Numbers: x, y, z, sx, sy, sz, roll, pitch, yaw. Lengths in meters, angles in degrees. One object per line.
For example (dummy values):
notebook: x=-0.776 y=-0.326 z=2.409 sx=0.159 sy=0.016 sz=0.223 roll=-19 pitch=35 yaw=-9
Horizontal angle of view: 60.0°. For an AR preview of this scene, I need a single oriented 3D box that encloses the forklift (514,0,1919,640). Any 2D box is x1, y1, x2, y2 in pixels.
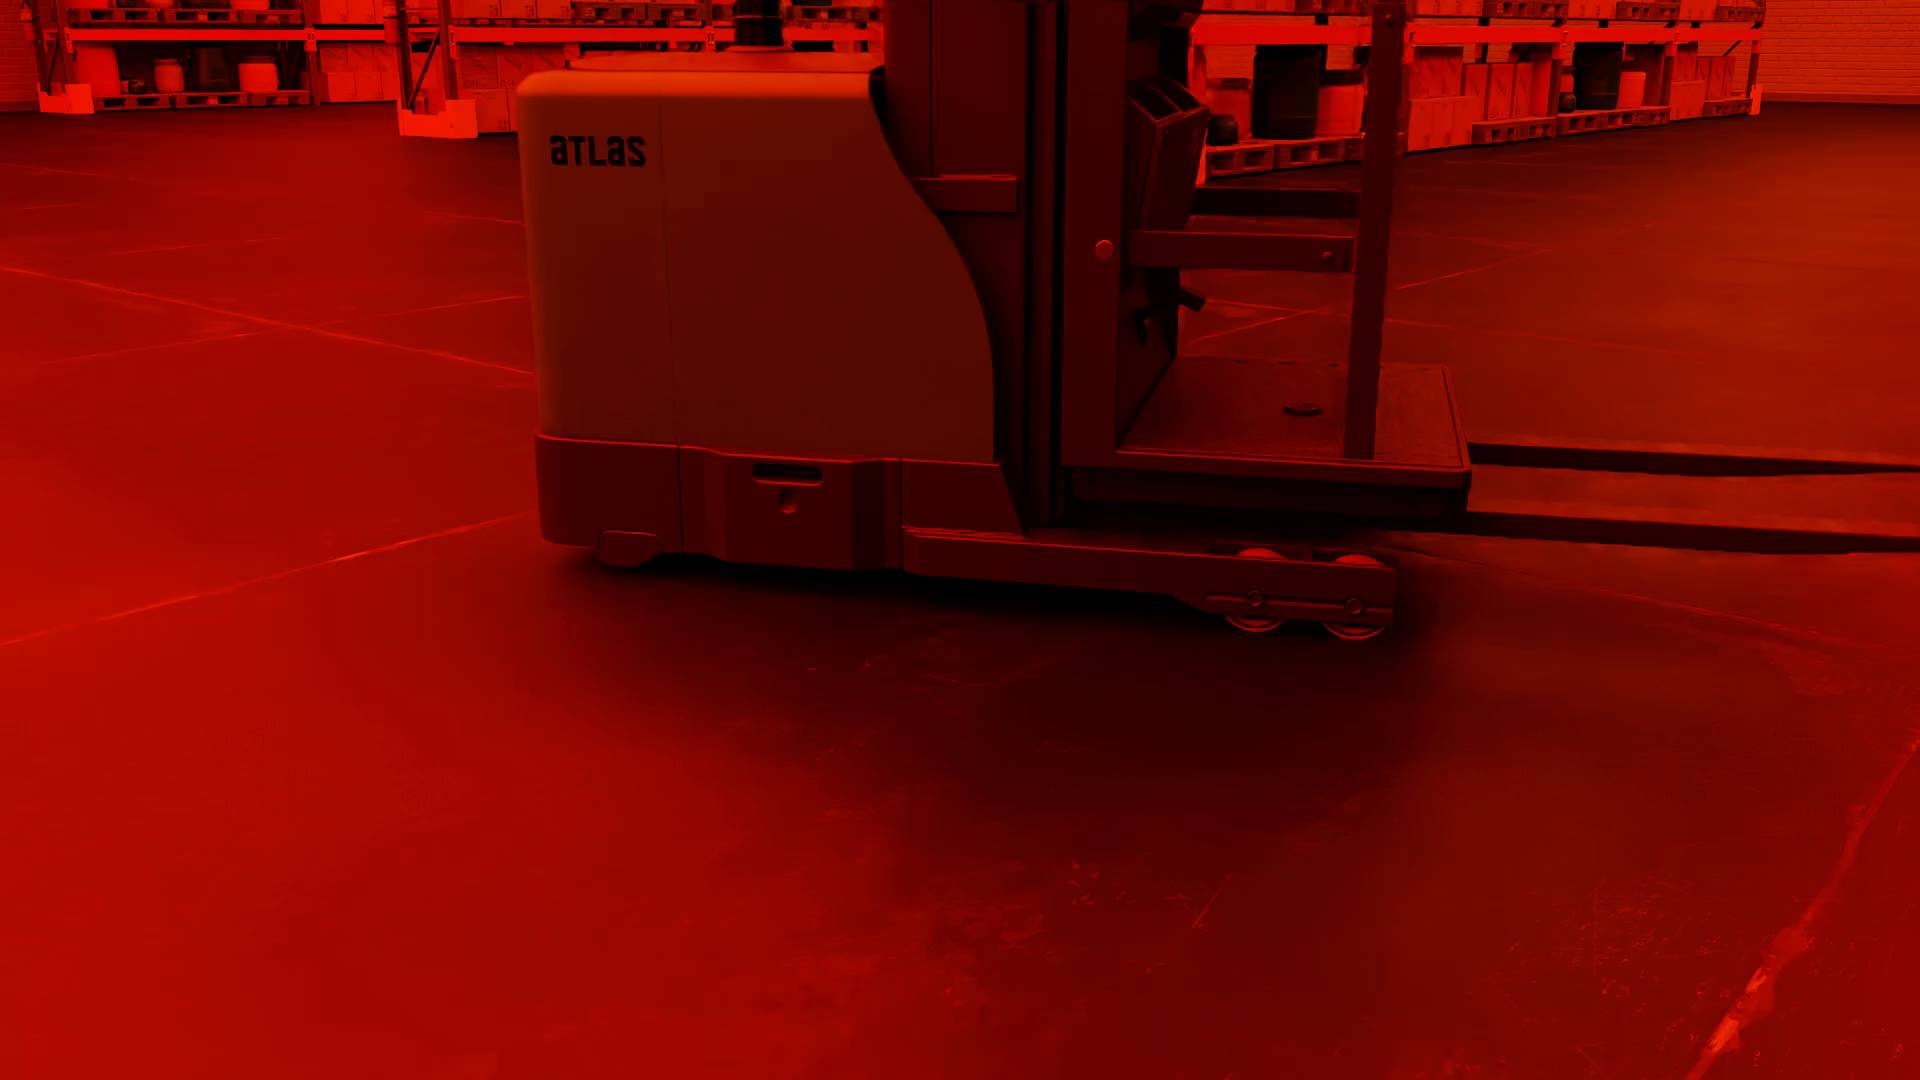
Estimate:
forklift: x=0.629 y=-1.374 z=3.424 sx=3.031 sy=2.935 sz=1.130 roll=4 pitch=17 yaw=13
